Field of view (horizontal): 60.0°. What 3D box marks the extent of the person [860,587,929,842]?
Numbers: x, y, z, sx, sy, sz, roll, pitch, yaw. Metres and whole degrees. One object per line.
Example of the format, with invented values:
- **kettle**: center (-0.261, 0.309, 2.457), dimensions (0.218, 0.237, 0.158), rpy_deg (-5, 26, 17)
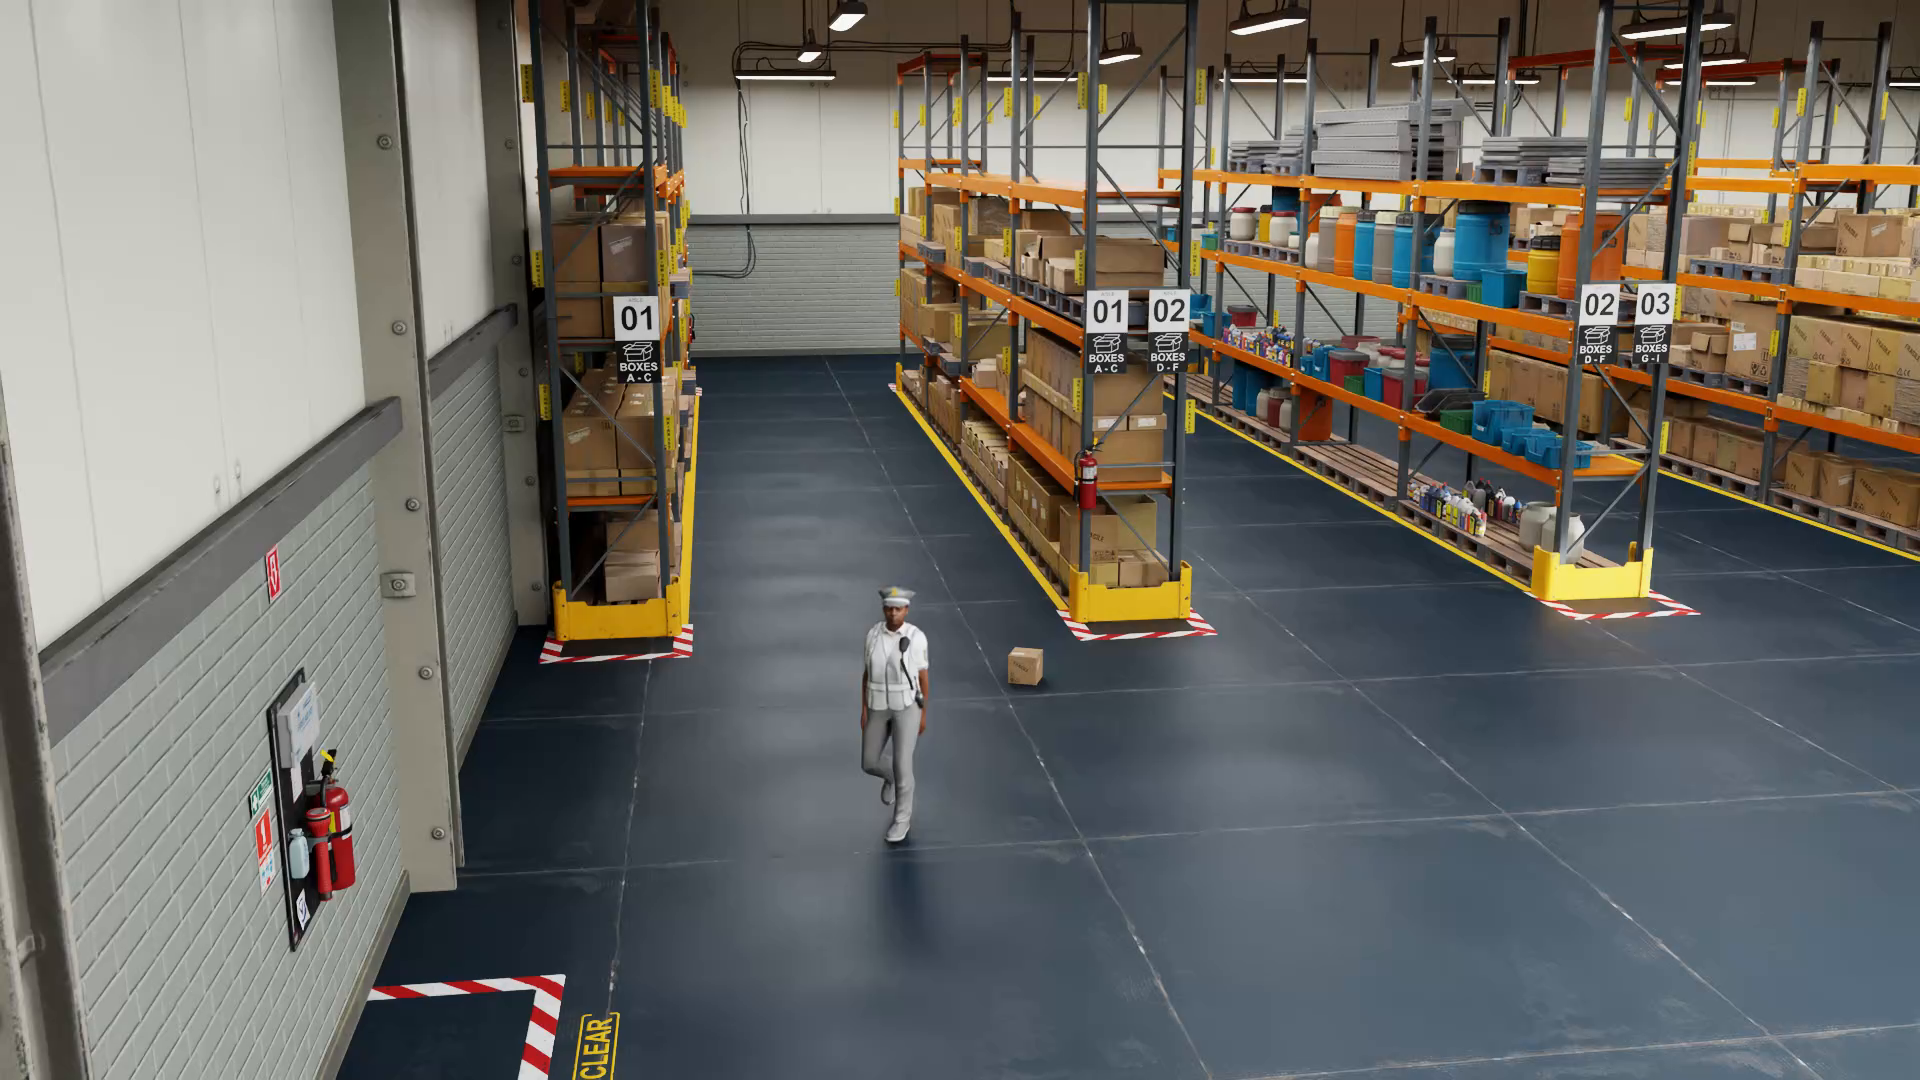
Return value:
- **person**: center (-0.427, 1.111, 11.123), dimensions (0.451, 1.678, 0.667), rpy_deg (4, 14, 17)
